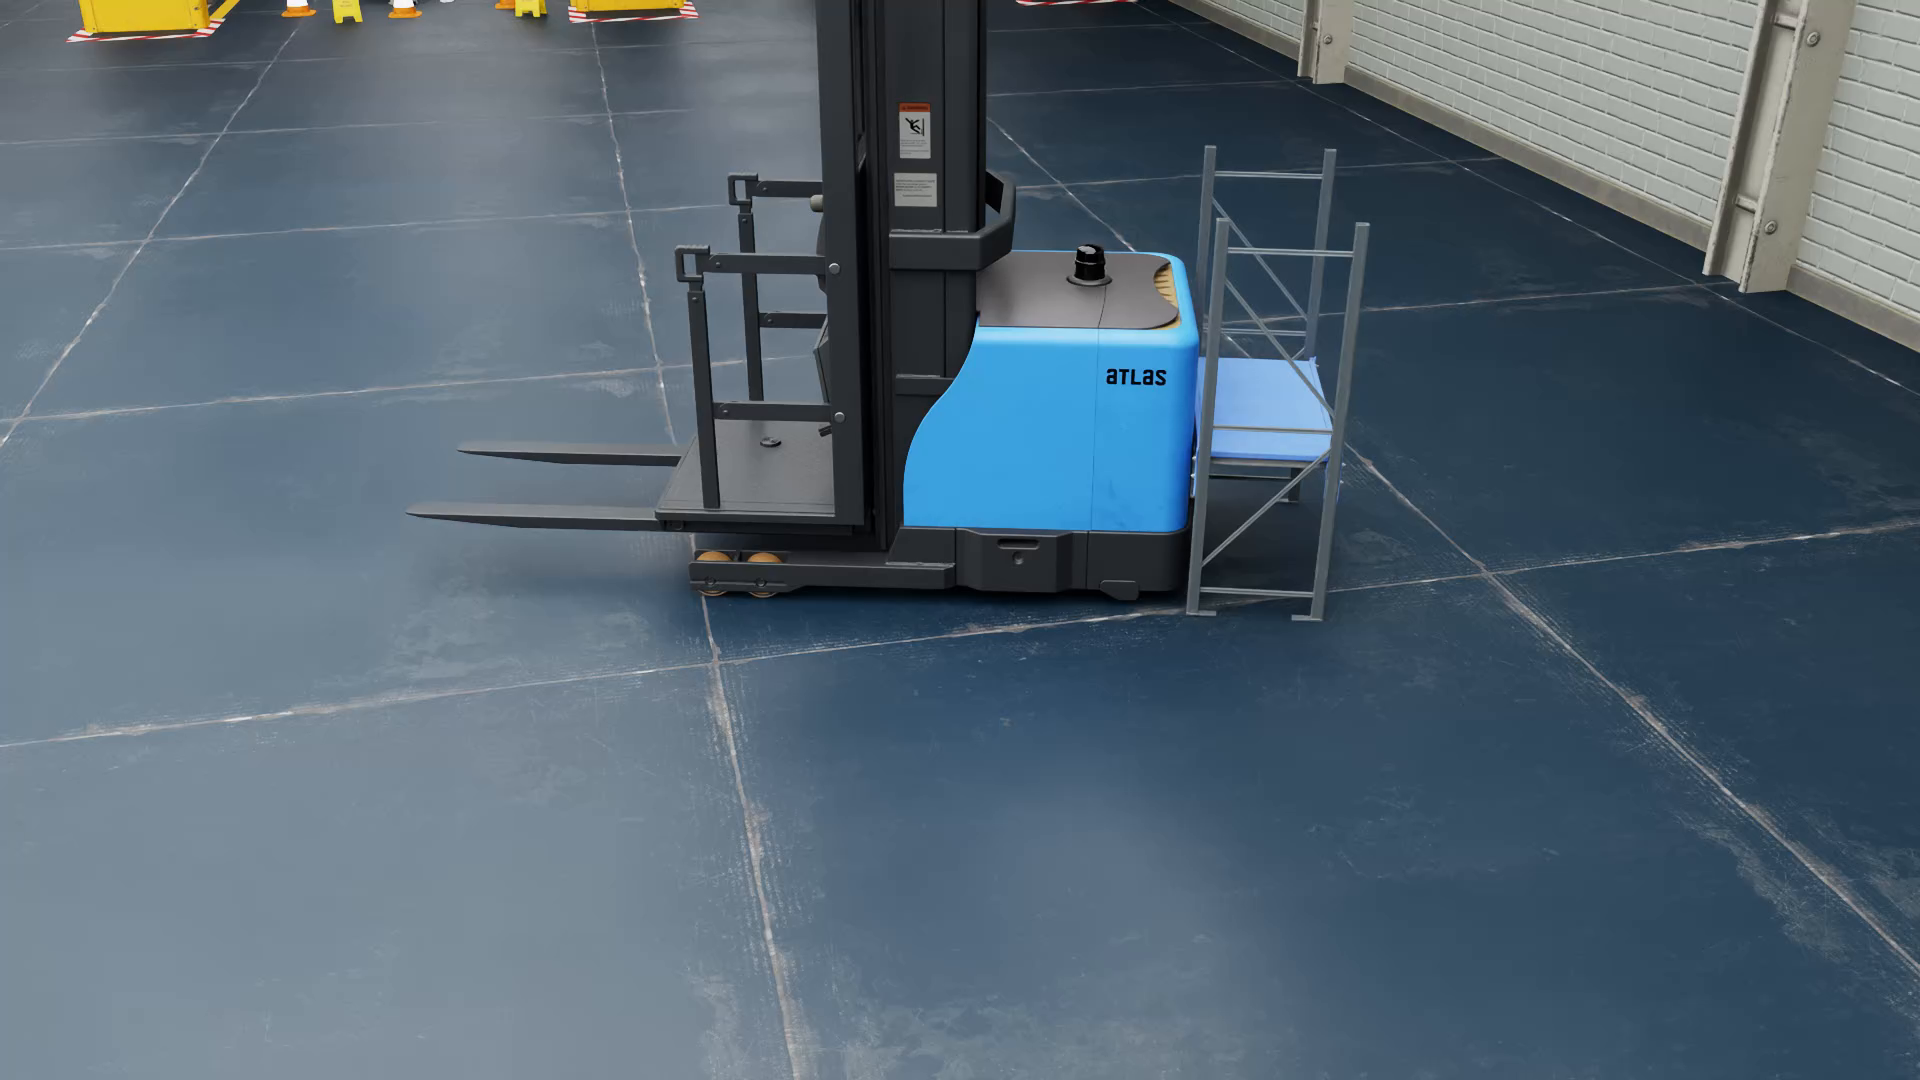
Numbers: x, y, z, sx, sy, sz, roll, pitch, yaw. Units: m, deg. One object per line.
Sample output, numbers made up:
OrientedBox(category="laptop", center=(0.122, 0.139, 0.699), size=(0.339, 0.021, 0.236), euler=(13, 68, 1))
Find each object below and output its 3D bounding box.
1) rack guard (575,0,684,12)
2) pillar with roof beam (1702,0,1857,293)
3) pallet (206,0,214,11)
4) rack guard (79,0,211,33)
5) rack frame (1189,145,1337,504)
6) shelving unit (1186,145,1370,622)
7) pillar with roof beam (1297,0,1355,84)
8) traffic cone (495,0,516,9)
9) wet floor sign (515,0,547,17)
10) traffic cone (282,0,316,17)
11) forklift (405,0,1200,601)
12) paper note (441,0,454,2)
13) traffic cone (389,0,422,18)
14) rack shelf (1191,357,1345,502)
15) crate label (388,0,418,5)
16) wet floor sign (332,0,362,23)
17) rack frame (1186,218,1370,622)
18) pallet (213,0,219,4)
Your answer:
OrientedBox(category="rack guard", center=(-3.665, -6.144, 18.368), size=(1.175, 0.500, 0.348), euler=(-6, 27, -12))
OrientedBox(category="pillar with roof beam", center=(0.419, -5.103, 6.873), size=(9.100, 9.000, 0.400), euler=(-6, 27, -12))
OrientedBox(category="pallet", center=(-8.704, -5.778, 17.963), size=(1.003, 0.211, 1.213), euler=(-6, 27, -12))
OrientedBox(category="rack guard", center=(-8.442, -5.553, 17.197), size=(1.175, 0.500, 0.348), euler=(-6, 27, -12))
OrientedBox(category="rack frame", center=(1.192, -0.840, 6.746), size=(0.500, 1.500, 0.032), euler=(3, 27, 5))
OrientedBox(category="shelving unit", center=(1.145, -0.612, 6.294), size=(0.538, 1.500, 1.048), euler=(3, 27, 5))
OrientedBox(category="pillar with roof beam", center=(-0.934, -7.737, 12.091), size=(9.100, 9.000, 0.400), euler=(-6, 27, -12))
OrientedBox(category="traffic cone", center=(-5.002, -6.152, 18.425), size=(0.336, 0.463, 0.334), euler=(-6, 27, -12))
OrientedBox(category="wet floor sign", center=(-4.647, -5.984, 17.889), size=(0.267, 0.644, 0.232), euler=(3, 27, 6))
OrientedBox(category="traffic cone", center=(-7.184, -5.924, 17.974), size=(0.336, 0.463, 0.334), euler=(-6, 27, -12))
OrientedBox(category="forklift", center=(-0.629, -1.326, 6.124), size=(3.031, 2.935, 1.130), euler=(2, 27, 3))
OrientedBox(category="paper note", center=(-5.800, -6.114, 18.830), size=(0.148, 0.019, 0.142), euler=(-16, 31, -29))
OrientedBox(category="traffic cone", center=(-6.006, -5.890, 17.906), size=(0.336, 0.463, 0.334), euler=(-6, 27, -12))
OrientedBox(category="rack shelf", center=(1.143, -0.452, 6.376), size=(0.538, 0.185, 1.000), euler=(3, 27, 5))
OrientedBox(category="crate label", center=(-6.244, -6.083, 18.651), size=(0.250, 0.136, 0.298), euler=(-23, 35, -38))
OrientedBox(category="wet floor sign", center=(-6.512, -5.817, 17.559), size=(0.267, 0.644, 0.232), euler=(-11, 29, -20))
OrientedBox(category="rack frame", center=(1.097, -0.384, 5.843), size=(0.500, 1.500, 0.032), euler=(3, 27, 5))
OrientedBox(category="pallet", center=(-8.976, -6.312, 19.022), size=(1.003, 0.211, 1.213), euler=(-6, 27, -12))
